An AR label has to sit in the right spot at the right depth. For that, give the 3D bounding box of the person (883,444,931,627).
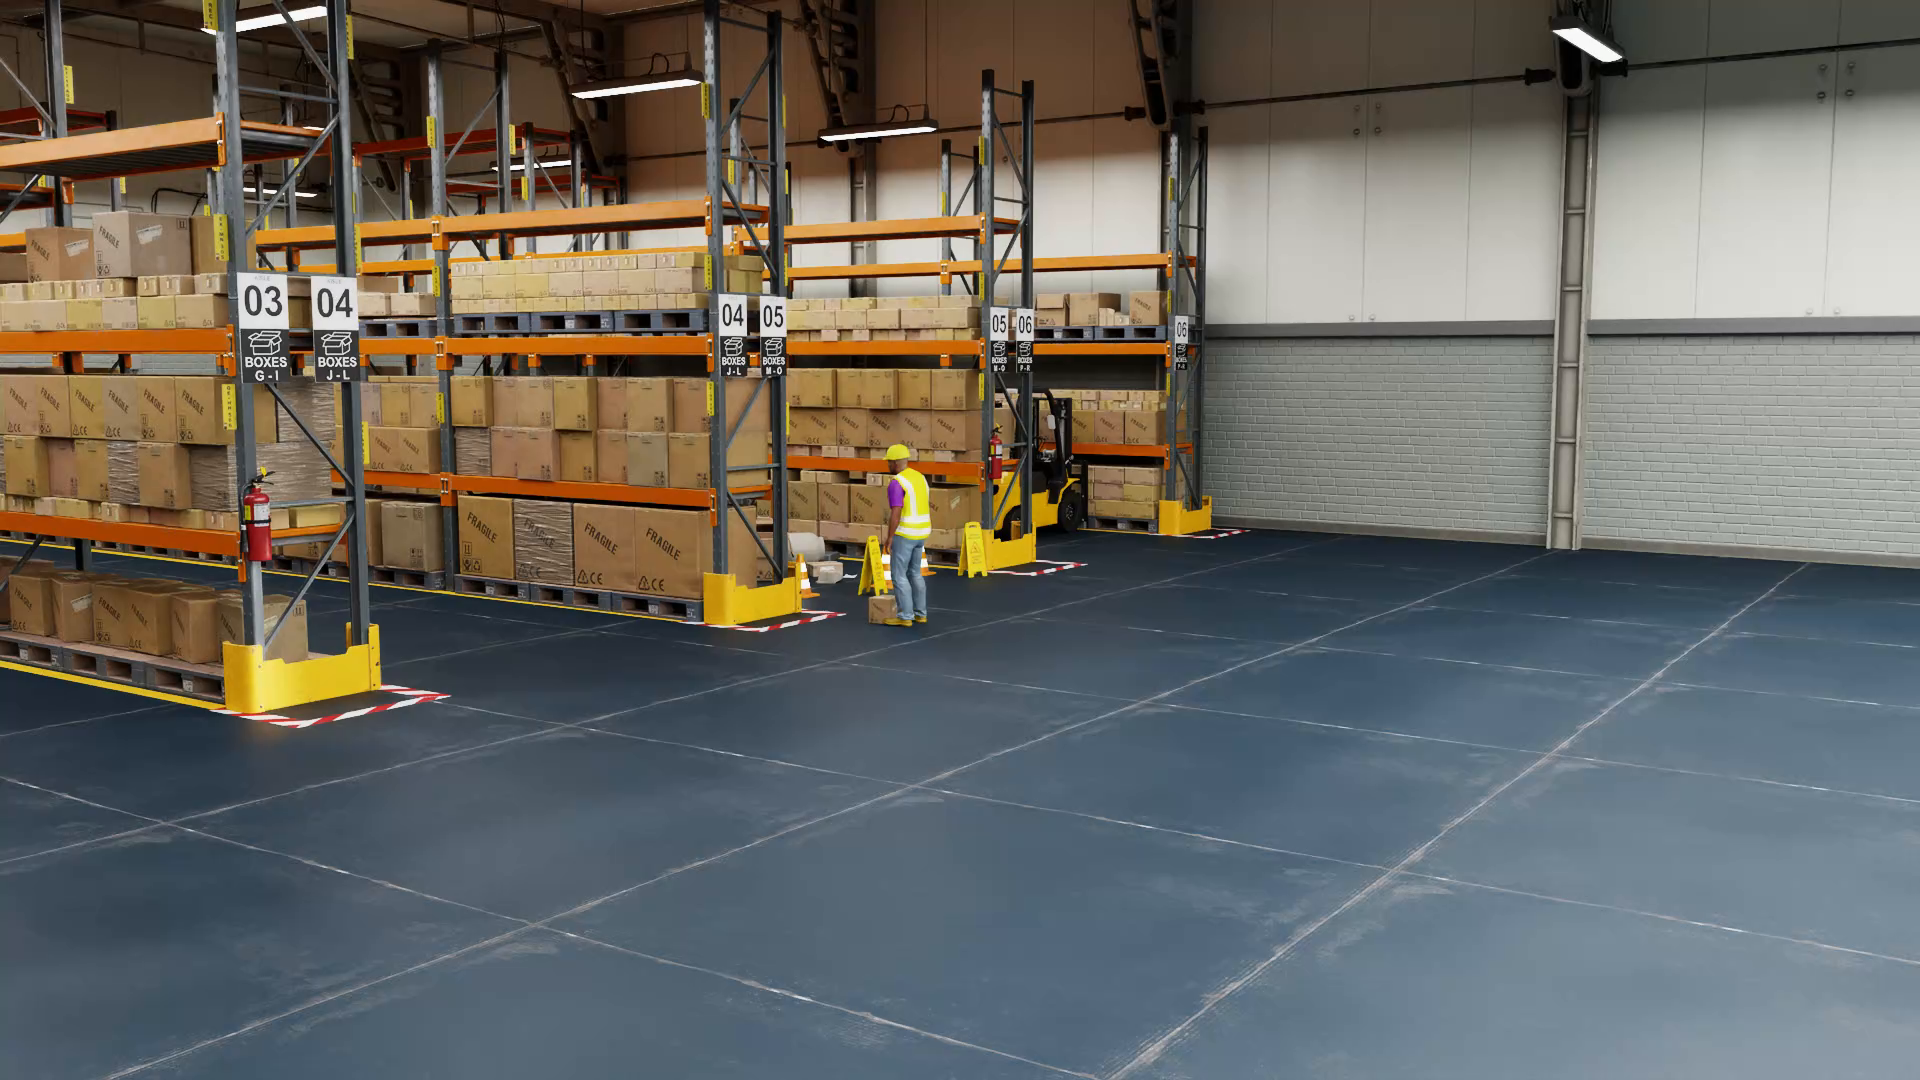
[{"bbox_3d":[-0.530,-0.053,16.183,0.457,1.761,0.626,4,8,34],"label":"person"}]
